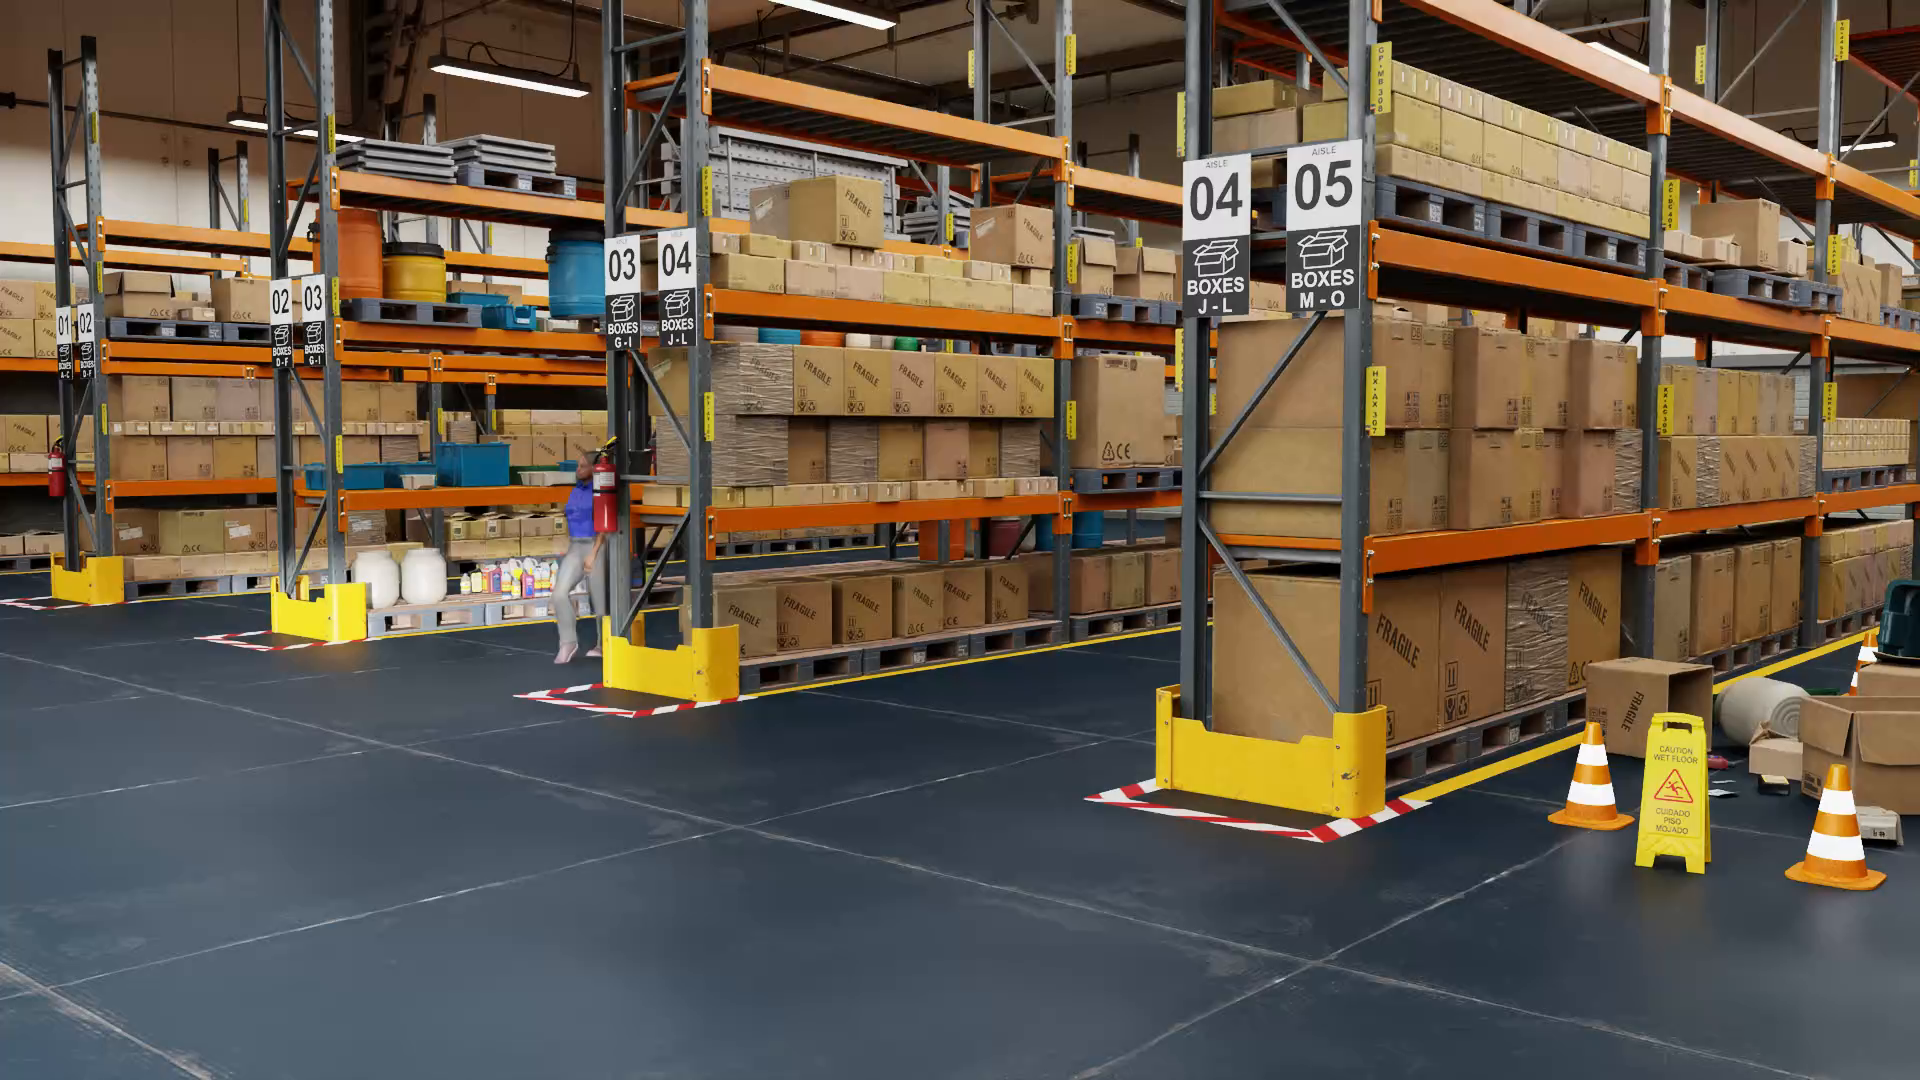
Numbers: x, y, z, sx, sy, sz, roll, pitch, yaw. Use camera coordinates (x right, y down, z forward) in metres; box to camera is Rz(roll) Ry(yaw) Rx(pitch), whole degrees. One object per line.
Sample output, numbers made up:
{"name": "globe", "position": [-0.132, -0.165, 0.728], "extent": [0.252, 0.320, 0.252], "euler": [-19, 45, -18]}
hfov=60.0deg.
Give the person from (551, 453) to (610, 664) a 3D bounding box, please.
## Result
{"name": "person", "position": [-2.982, 0.165, 13.295], "extent": [0.435, 1.722, 0.530], "euler": [2, 4, 27]}
